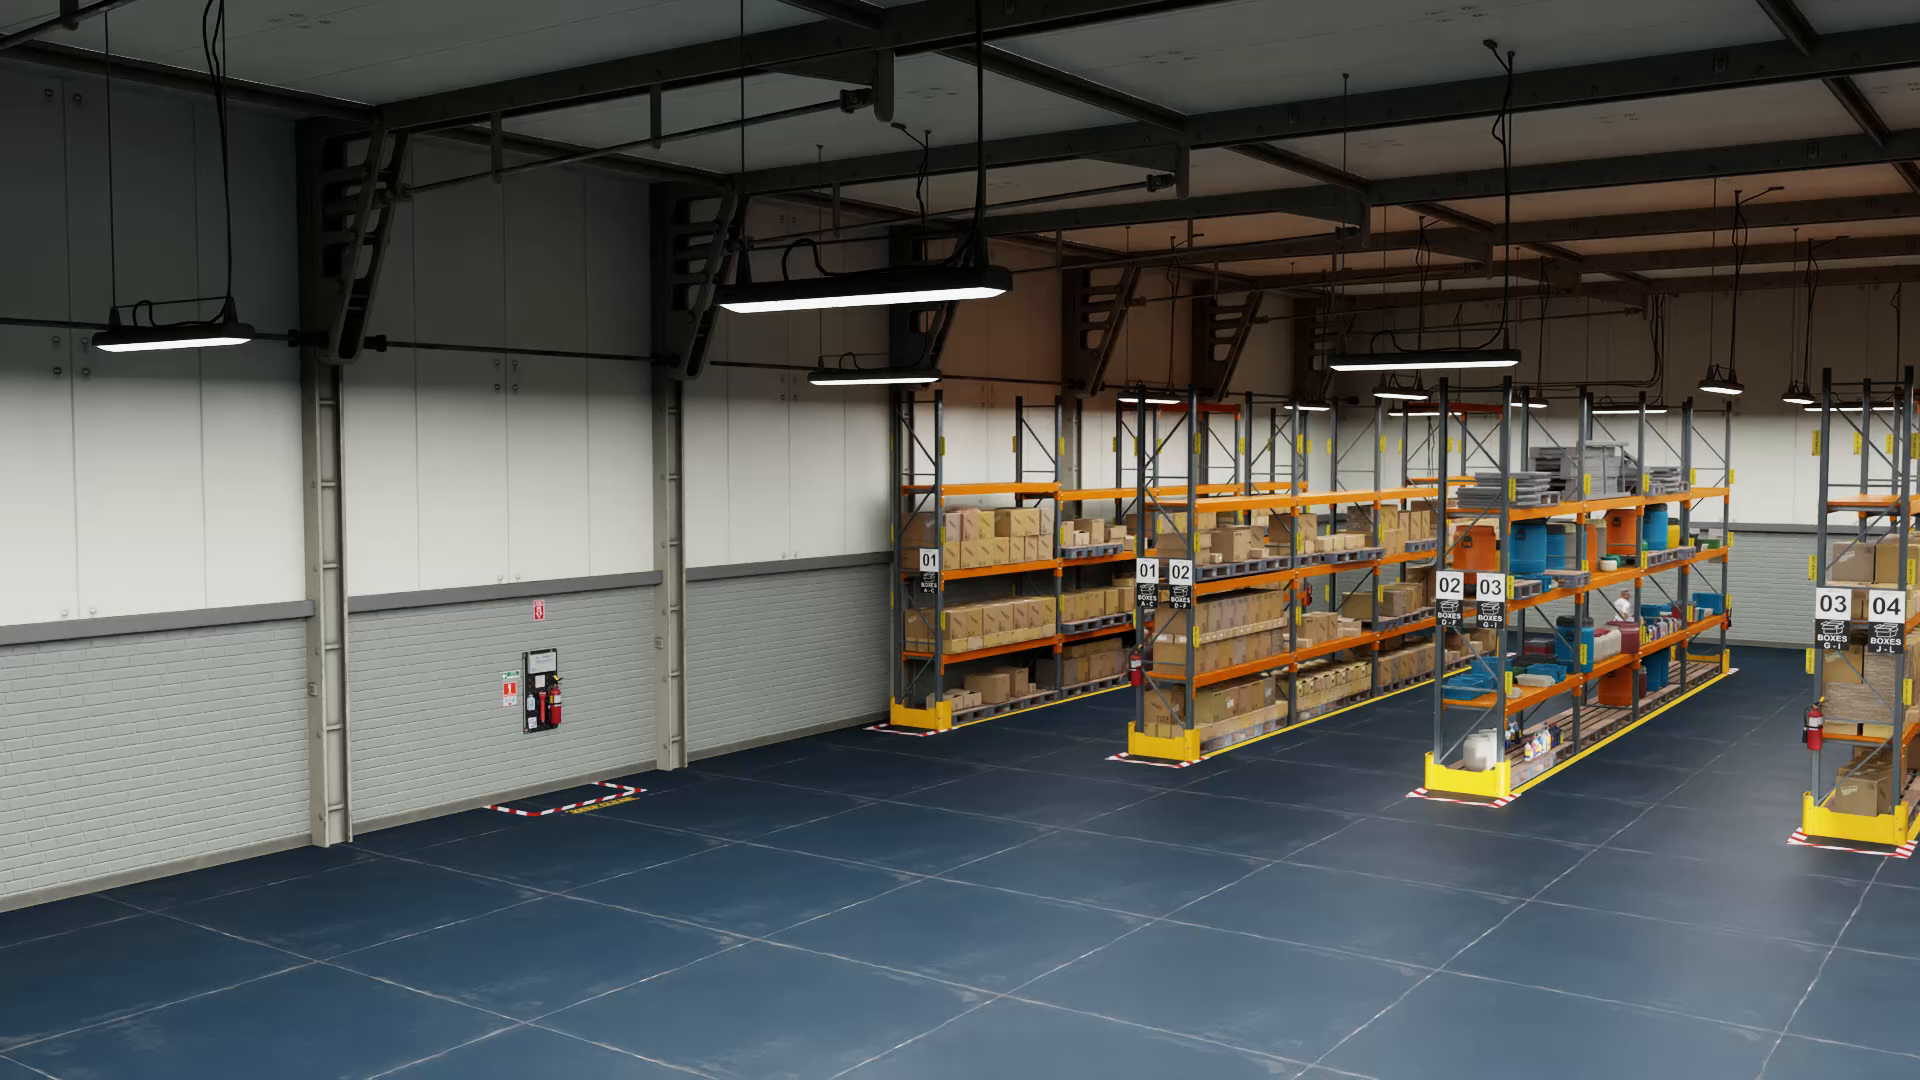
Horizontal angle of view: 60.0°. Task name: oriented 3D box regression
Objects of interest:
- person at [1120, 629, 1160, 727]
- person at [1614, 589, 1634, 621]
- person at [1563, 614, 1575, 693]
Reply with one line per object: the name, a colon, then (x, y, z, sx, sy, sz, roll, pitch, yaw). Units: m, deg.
person: (3.226, 2.446, 29.682, 0.665, 1.711, 1.141, 2, 4, 38)
person: (15.237, 2.006, 38.079, 0.642, 1.807, 0.549, -1, 3, -11)
person: (12.499, 2.323, 33.769, 0.445, 1.595, 0.356, 0, 3, 3)
